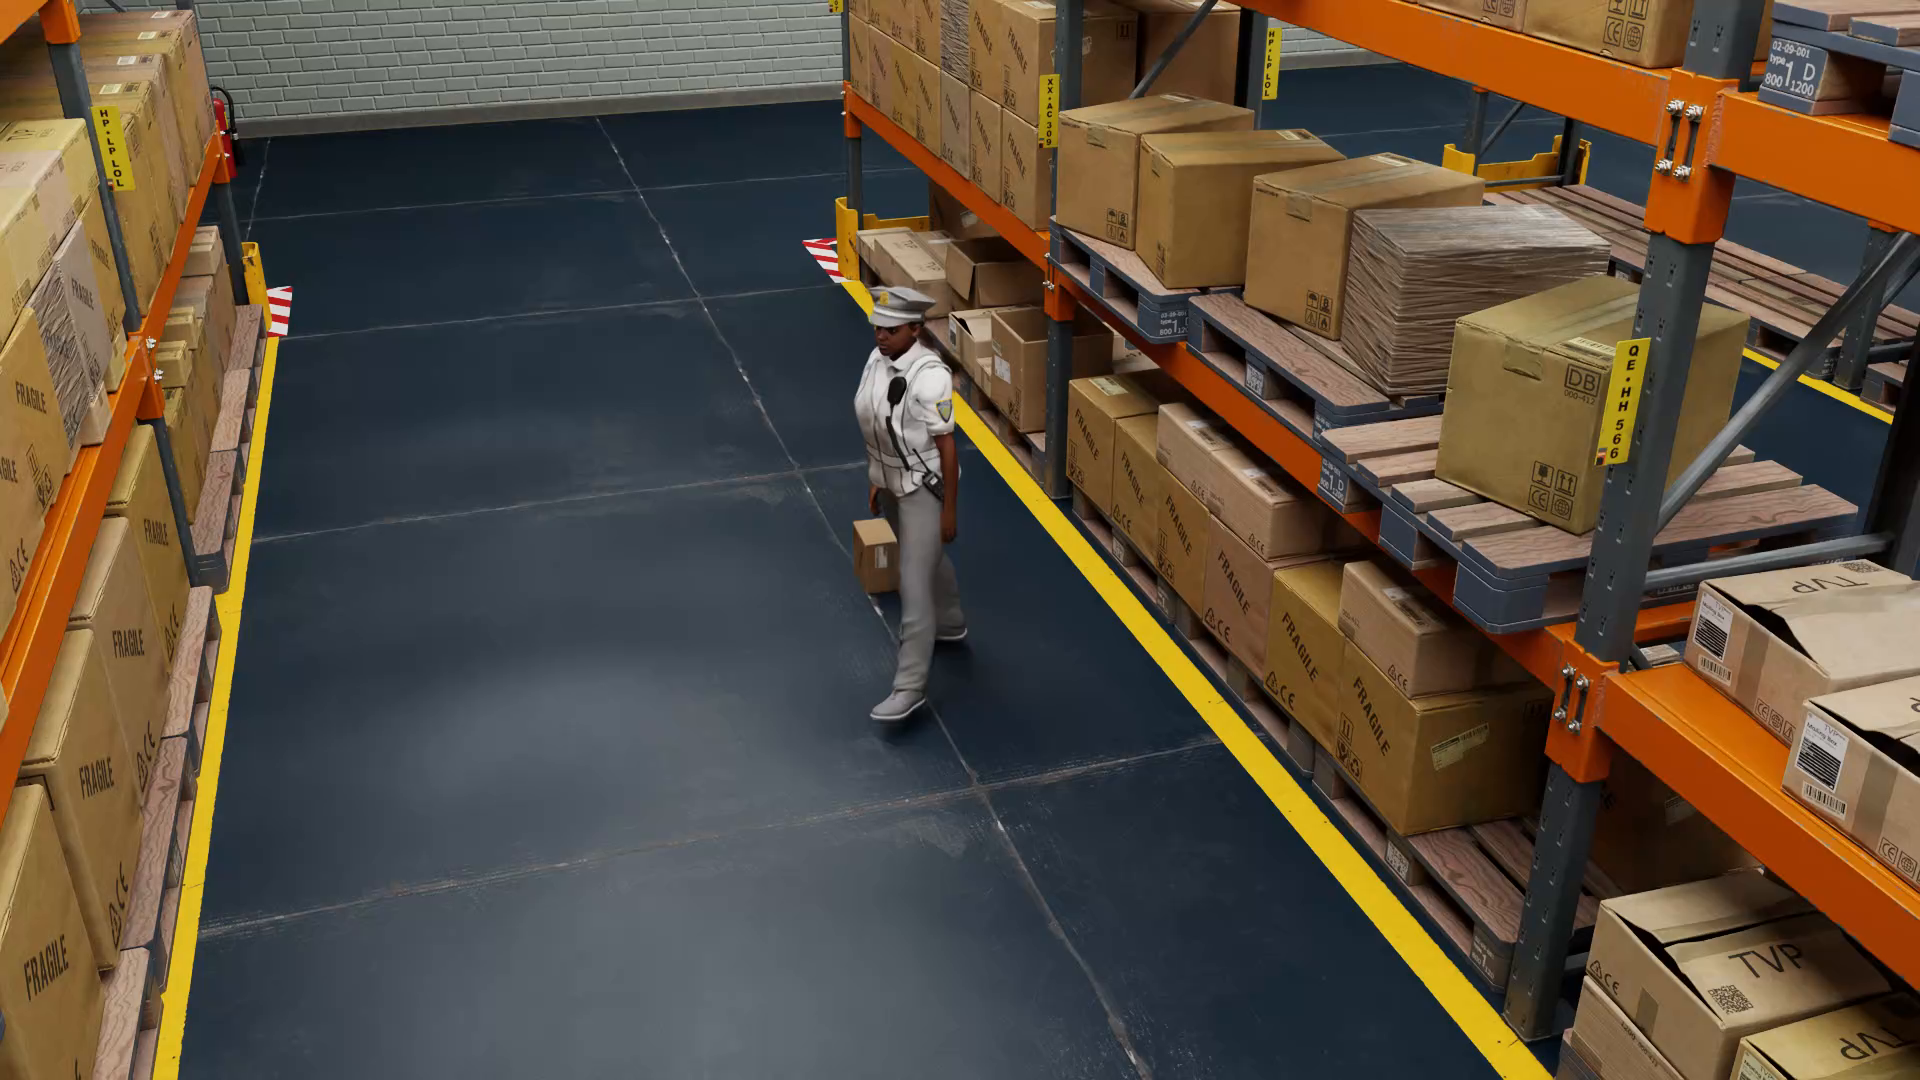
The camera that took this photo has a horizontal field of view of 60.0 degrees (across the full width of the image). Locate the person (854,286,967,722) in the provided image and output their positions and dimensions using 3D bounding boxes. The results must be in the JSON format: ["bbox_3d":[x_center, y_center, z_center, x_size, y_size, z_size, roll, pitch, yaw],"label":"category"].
[{"bbox_3d":[-0.197,-0.181,6.430,0.746,1.659,0.662,-18,32,-32],"label":"person"}]
